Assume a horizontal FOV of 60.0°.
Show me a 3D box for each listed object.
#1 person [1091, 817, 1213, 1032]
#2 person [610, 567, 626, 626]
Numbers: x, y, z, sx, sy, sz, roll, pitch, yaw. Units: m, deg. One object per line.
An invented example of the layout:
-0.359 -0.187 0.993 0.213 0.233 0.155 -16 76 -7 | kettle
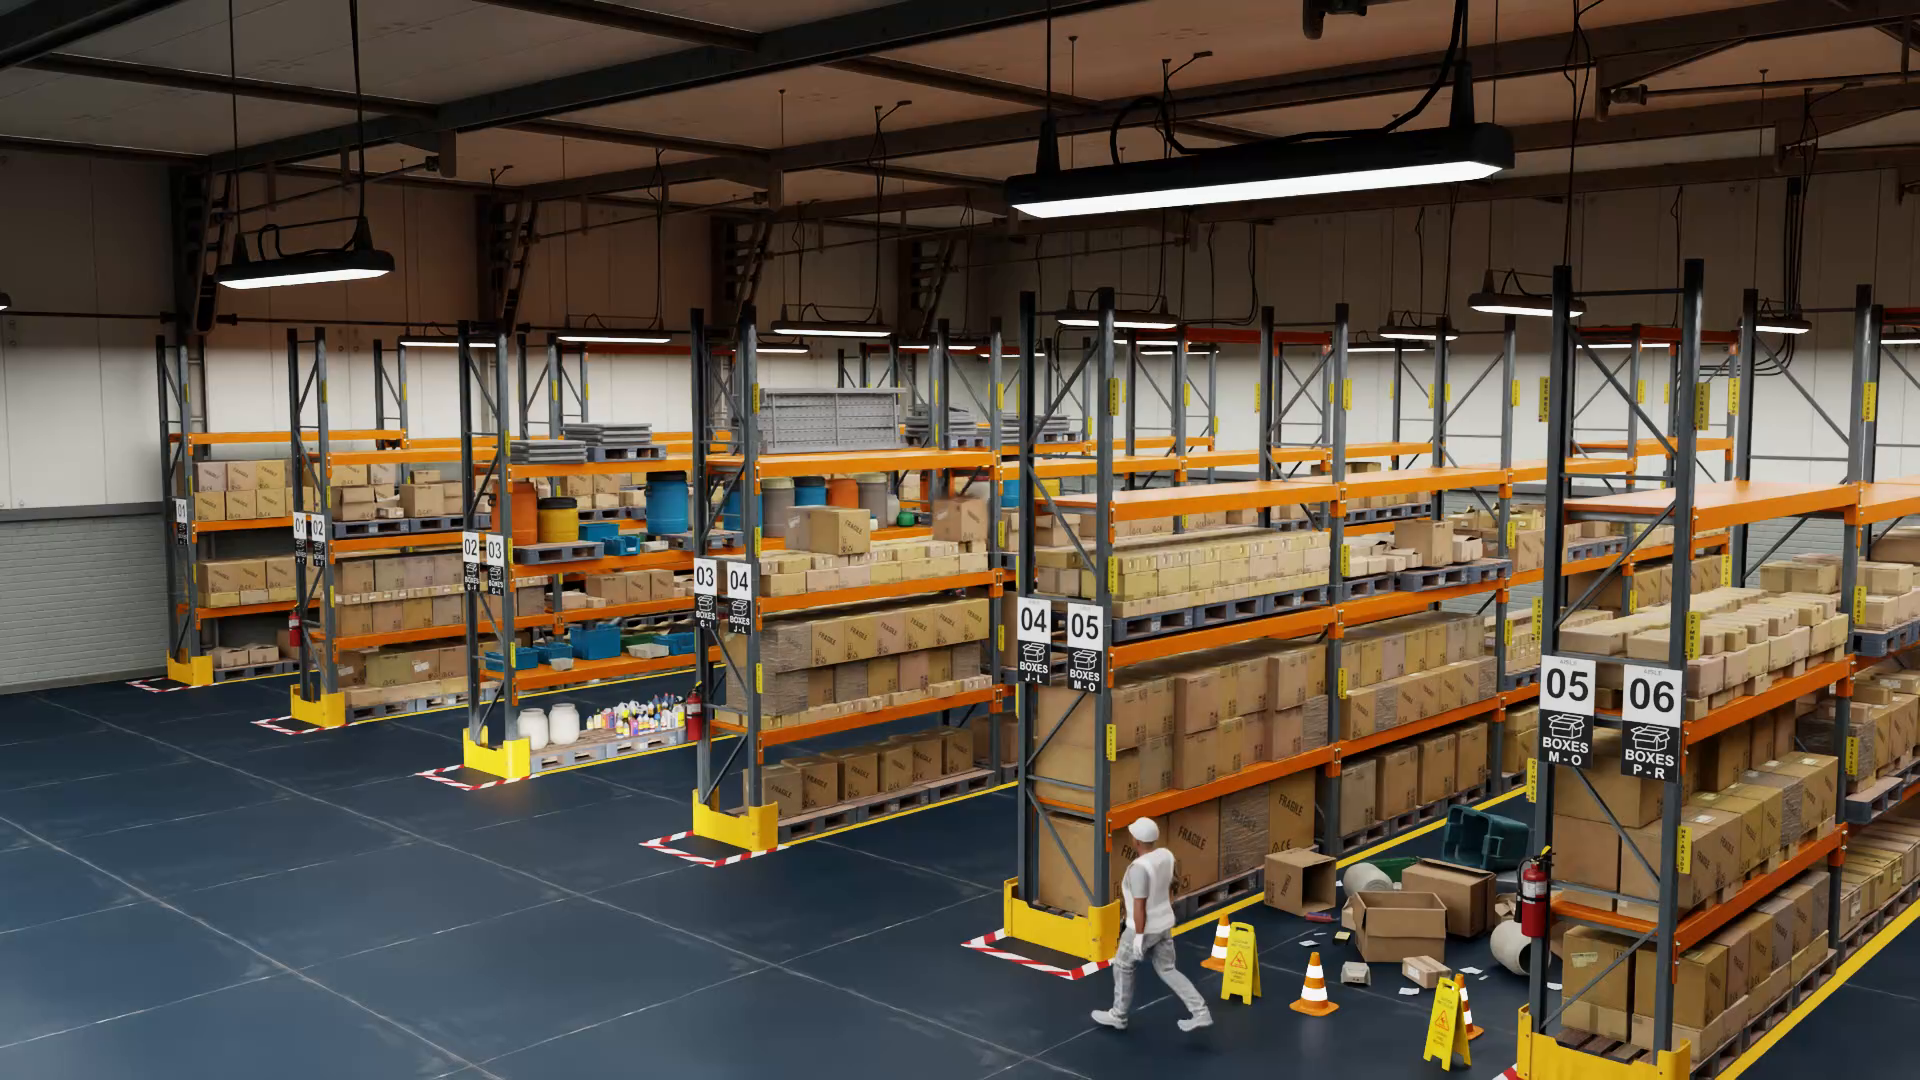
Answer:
1.533 3.058 13.170 1.017 1.748 0.605 4 7 36 | person
-6.955 1.241 33.320 0.448 1.591 0.450 -2 6 -21 | person
